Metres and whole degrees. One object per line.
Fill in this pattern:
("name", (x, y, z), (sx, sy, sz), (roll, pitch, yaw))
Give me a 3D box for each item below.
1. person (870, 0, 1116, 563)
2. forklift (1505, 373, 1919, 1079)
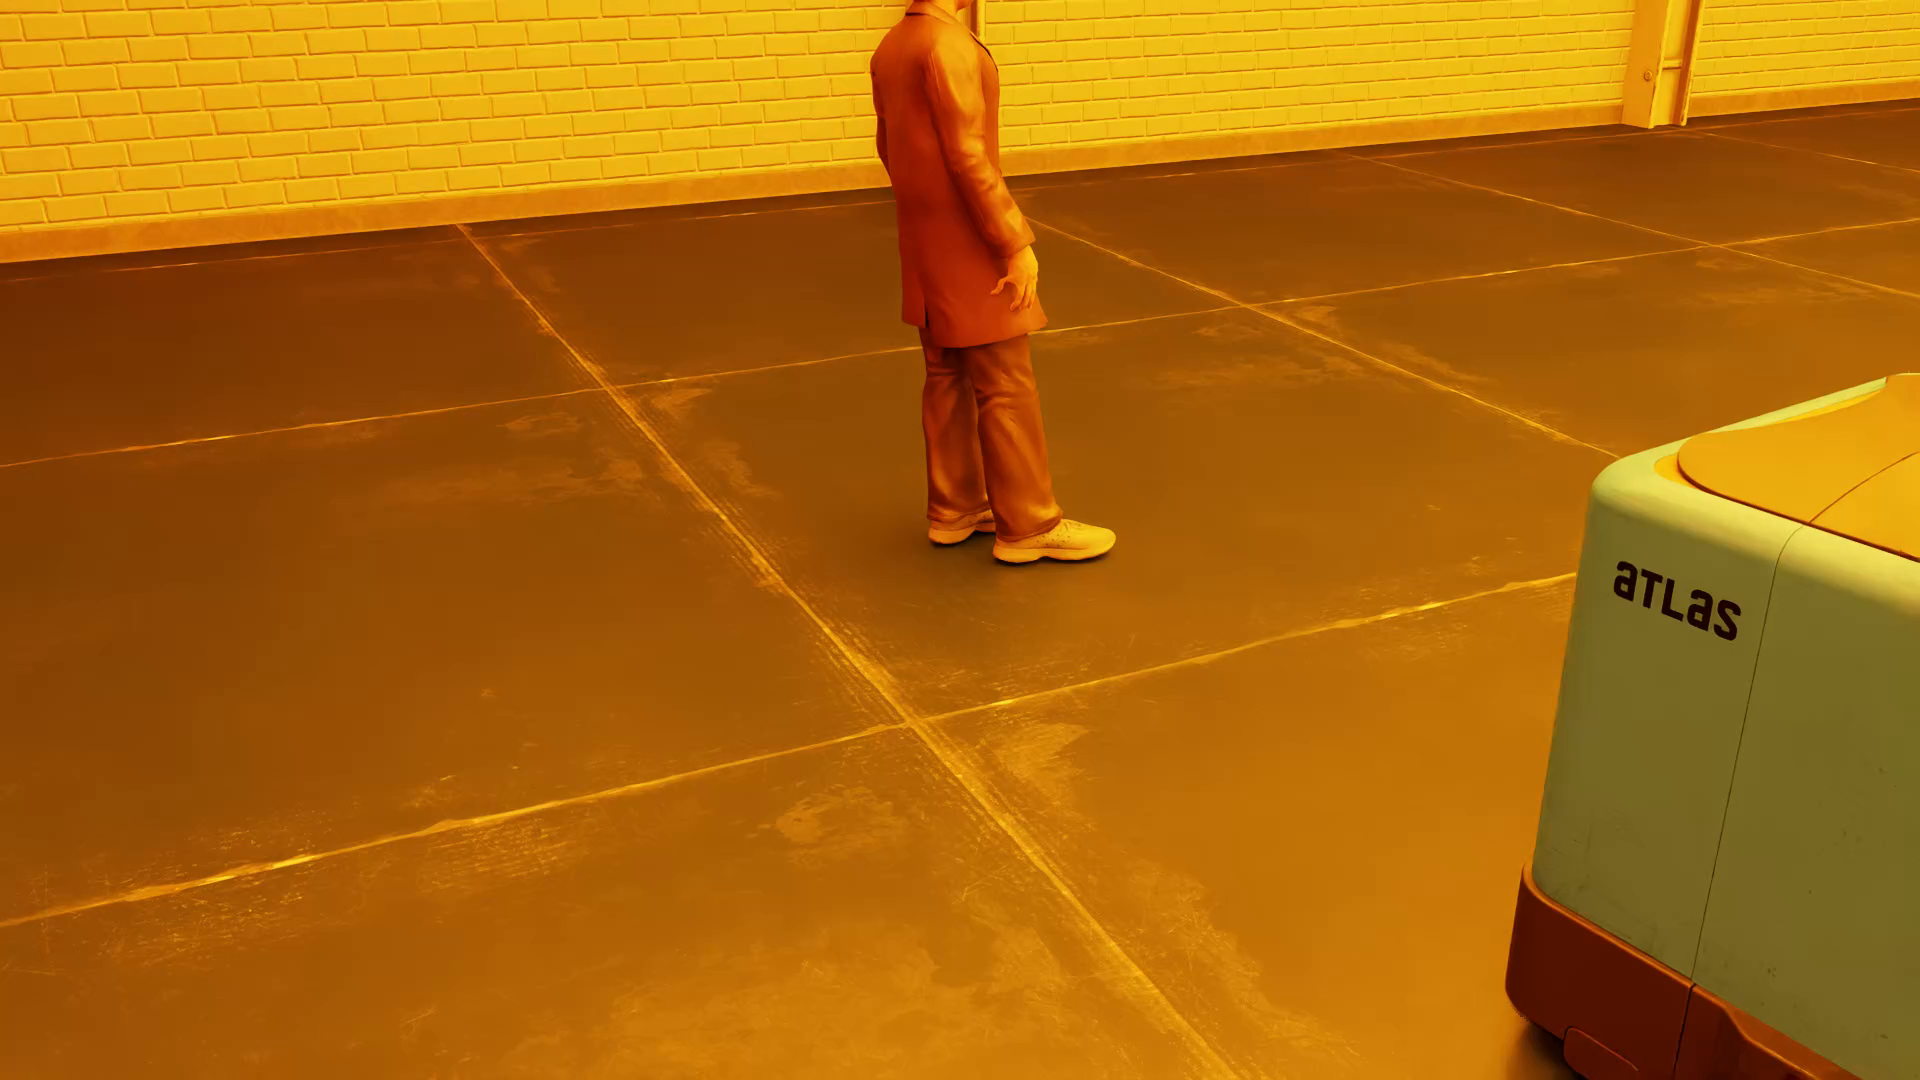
("person", (0.084, -0.841, 4.795), (0.582, 1.775, 0.696), (-10, 25, -23))
("forklift", (2.218, -0.117, 1.568), (1.130, 2.935, 3.031), (-15, 27, -31))
